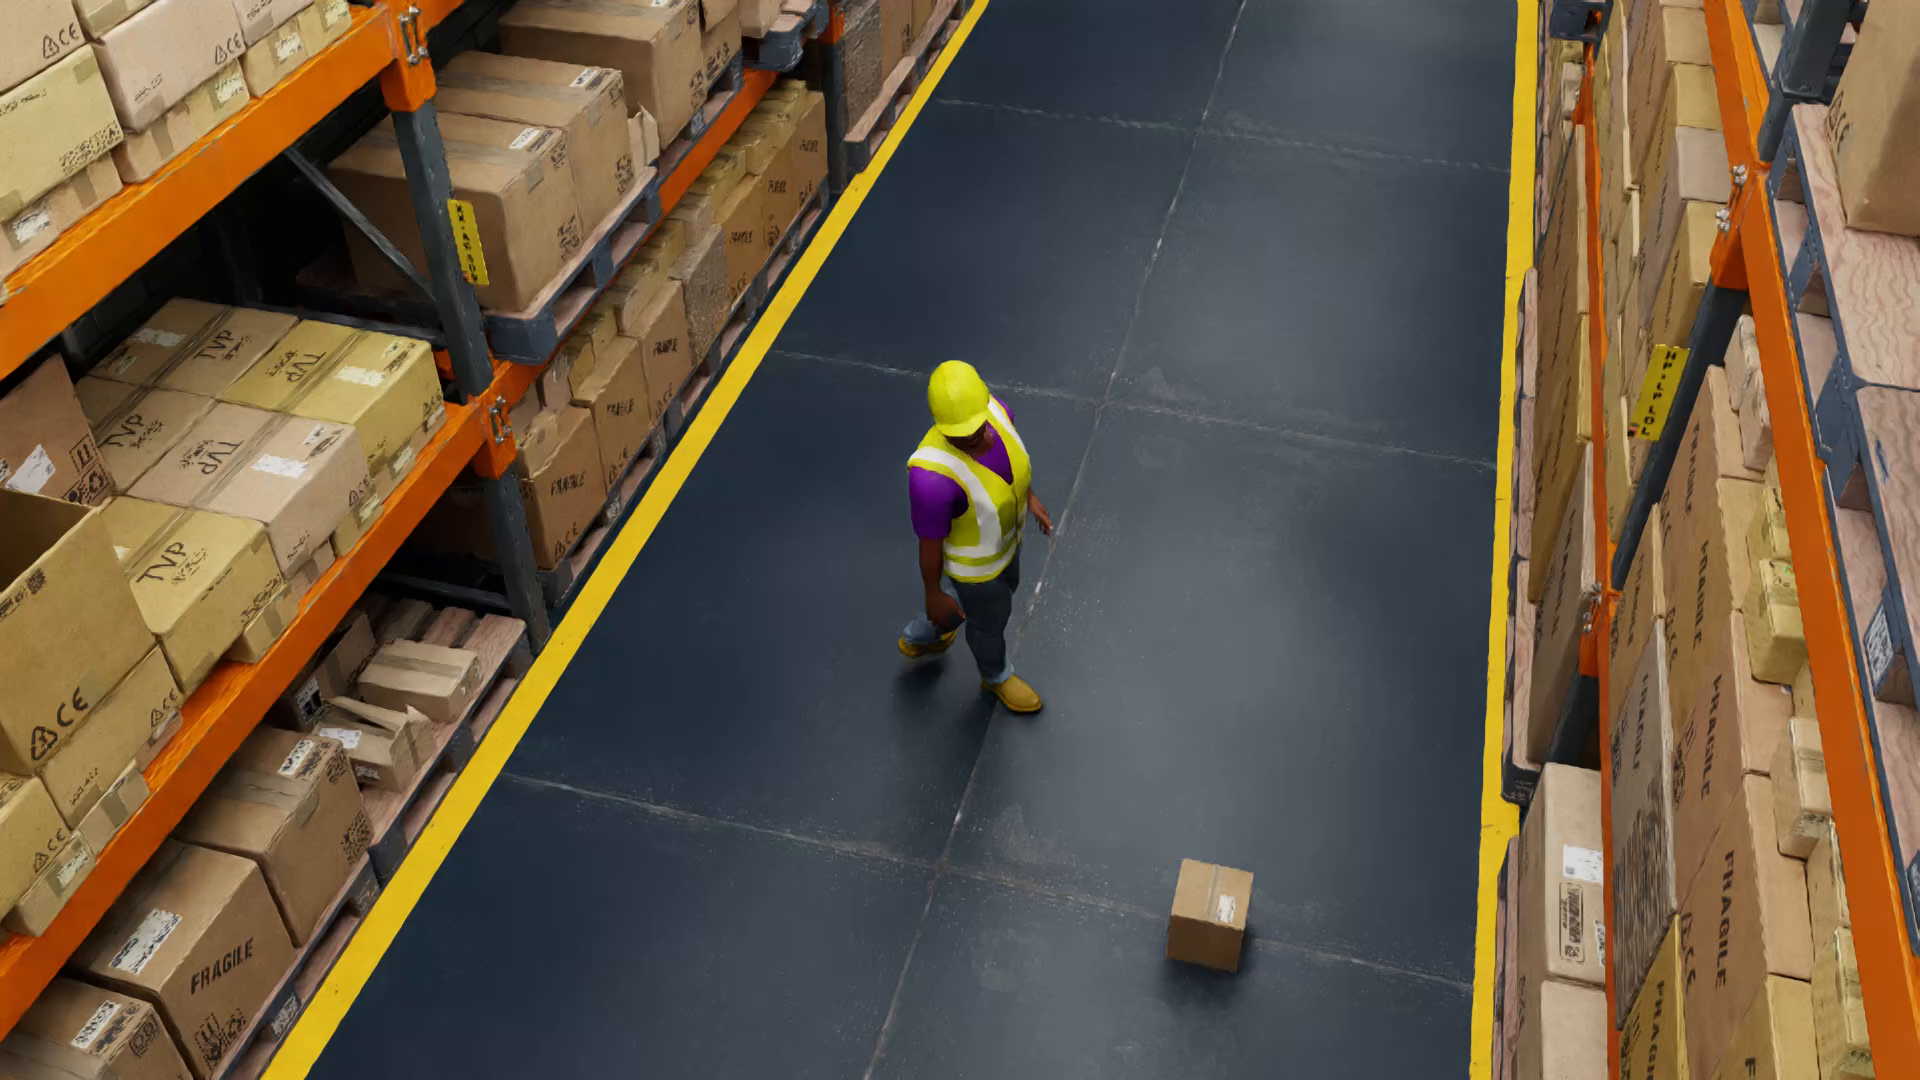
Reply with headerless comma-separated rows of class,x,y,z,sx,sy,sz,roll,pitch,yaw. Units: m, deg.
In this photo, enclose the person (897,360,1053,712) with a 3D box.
person,0.016,0.003,6.160,0.622,1.738,0.622,13,42,15
